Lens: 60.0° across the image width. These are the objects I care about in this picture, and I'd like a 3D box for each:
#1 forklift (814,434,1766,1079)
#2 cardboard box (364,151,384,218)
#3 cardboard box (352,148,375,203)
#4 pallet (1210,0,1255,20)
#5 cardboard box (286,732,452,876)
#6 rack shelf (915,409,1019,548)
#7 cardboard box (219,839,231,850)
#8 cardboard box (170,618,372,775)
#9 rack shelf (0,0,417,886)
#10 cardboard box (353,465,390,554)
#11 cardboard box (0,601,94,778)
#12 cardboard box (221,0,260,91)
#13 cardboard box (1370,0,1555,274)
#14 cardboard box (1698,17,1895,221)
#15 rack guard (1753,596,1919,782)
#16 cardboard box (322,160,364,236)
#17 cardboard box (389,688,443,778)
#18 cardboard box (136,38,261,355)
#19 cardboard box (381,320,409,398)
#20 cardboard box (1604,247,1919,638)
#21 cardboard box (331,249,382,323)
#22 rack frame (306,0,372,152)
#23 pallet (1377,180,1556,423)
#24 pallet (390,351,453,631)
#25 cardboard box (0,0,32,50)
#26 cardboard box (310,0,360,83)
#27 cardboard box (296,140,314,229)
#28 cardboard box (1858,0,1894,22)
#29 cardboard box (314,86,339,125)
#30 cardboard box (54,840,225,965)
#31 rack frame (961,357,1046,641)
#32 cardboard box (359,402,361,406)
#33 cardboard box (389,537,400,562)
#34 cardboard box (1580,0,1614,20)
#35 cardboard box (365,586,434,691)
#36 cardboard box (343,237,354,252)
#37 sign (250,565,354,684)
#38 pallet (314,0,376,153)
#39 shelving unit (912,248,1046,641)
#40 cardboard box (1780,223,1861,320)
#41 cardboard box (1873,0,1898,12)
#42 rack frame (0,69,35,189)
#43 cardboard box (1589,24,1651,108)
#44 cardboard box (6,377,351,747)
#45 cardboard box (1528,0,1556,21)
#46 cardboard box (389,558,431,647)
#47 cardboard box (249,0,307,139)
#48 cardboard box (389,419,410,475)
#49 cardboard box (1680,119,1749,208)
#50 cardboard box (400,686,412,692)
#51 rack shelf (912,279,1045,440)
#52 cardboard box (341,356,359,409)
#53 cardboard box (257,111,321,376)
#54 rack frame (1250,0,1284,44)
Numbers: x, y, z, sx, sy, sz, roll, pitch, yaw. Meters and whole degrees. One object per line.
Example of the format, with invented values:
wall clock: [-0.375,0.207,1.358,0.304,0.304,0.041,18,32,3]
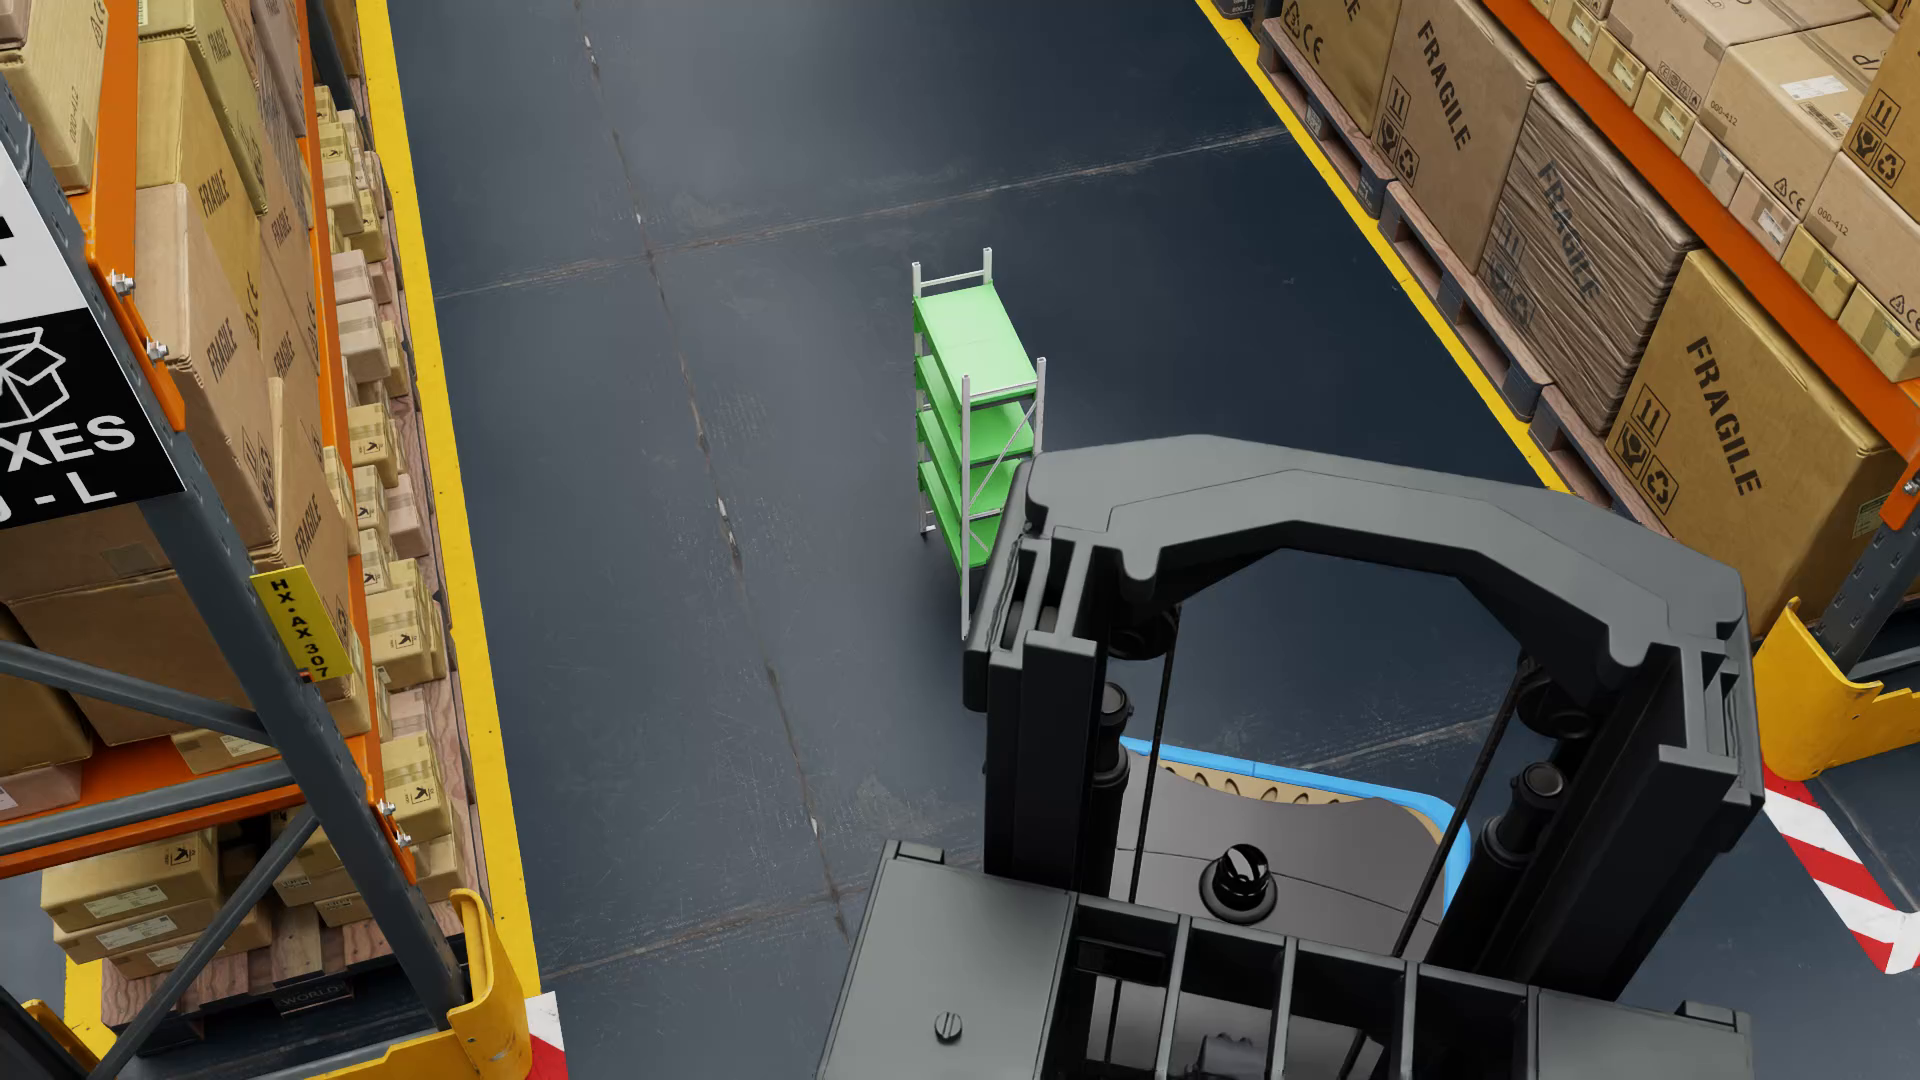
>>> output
forklift: [0.361,1.370,2.678,1.130,2.935,3.031,10,51,8]
cardboard box: [-2.480,-1.365,6.529,0.380,0.149,0.250,-13,51,-11]
cardboard box: [-2.433,-1.318,6.294,0.380,0.149,0.250,-16,52,-13]
pallet: [1.546,-3.054,8.186,1.003,0.211,1.213,-13,51,-11]
cardboard box: [-1.569,0.696,4.403,0.380,0.149,0.250,-15,52,-13]
rack shelf: [0.049,-0.225,5.238,0.258,0.148,0.480,-13,51,-11]
cardboard box: [-2.266,0.845,4.666,0.380,0.149,0.250,-12,51,-10]
cardboard box: [-1.521,0.334,3.671,0.380,0.149,0.250,-14,51,-11]
rack shelf: [-2.330,-0.666,4.820,1.077,0.370,4.000,-13,51,-11]
cardboard box: [-1.943,-0.059,5.038,0.380,0.149,0.250,-12,51,-10]
cardboard box: [-2.117,0.165,3.389,0.500,0.500,0.500,-12,51,-10]
cardboard box: [-2.060,-1.398,4.053,0.500,0.500,0.500,-15,51,-12]
cardboard box: [2.231,-1.699,6.335,0.875,0.875,0.875,-13,51,-11]
cardboard box: [2.483,-1.196,4.700,0.500,0.250,0.500,-14,51,-12]
rack guard: [3.036,0.339,5.137,1.175,0.500,0.348,-13,51,-11]
cardboard box: [-2.374,-1.208,6.007,0.380,0.149,0.250,-14,51,-11]
cardboard box: [-1.675,0.597,4.680,0.380,0.149,0.250,-14,51,-11]
cardboard box: [-1.773,-0.642,3.415,0.500,0.500,0.500,-12,51,-10]
cardboard box: [-2.174,-0.609,5.892,0.380,0.149,0.250,-13,51,-11]
cardboard box: [2.764,-0.384,5.227,0.875,0.875,0.875,-13,51,-11]
cardboard box: [-2.203,-0.823,5.683,0.380,0.149,0.250,-16,52,-13]
rack frame: [-2.922,-2.358,5.776,1.000,3.000,0.127,-13,51,-11]
pallet: [2.361,-1.041,6.490,1.003,0.211,1.213,-13,51,-11]
pallet: [-2.325,-0.084,5.683,1.003,0.211,1.213,-13,51,-11]
cardboard box: [-1.623,-0.903,2.359,0.500,0.250,0.500,-13,51,-10]
cardboard box: [-2.887,-2.288,7.077,0.500,0.500,0.500,-12,51,-10]
cardboard box: [-2.082,-0.996,4.792,0.380,0.149,0.250,-12,51,-10]
cardboard box: [2.840,-1.689,5.116,0.500,0.250,0.500,-15,51,-12]
cardboard box: [-2.568,-1.565,6.309,0.380,0.149,0.250,-12,51,-10]
cardboard box: [-2.167,0.930,4.399,0.380,0.149,0.250,-15,51,-12]
rack frame: [0.121,-0.088,5.039,0.240,1.200,0.015,-13,51,-11]
cardboard box: [-2.164,-0.334,5.465,0.380,0.149,0.250,-11,51,-9]
cardboard box: [-1.961,0.163,5.241,0.380,0.149,0.250,-13,51,-11]
cardboard box: [2.174,-1.948,5.334,0.500,0.250,0.500,-13,51,-11]
cardboard box: [-1.718,0.308,4.729,0.380,0.149,0.250,-13,51,-11]
cardboard box: [-2.356,-0.921,5.960,0.380,0.149,0.250,-13,51,-11]
sign: [-1.220,0.161,3.086,0.100,0.325,0.005,-13,51,-11]
pallet: [-3.153,-2.028,7.321,1.003,0.211,1.213,-13,51,-11]
shelving unit: [0.049,-0.266,5.189,0.258,1.200,0.503,-13,51,-11]
cardboard box: [2.531,-0.778,4.609,0.380,0.149,0.250,-13,51,-11]
cardboard box: [2.838,-1.927,4.826,0.500,0.500,0.500,-15,51,-12]
rack frame: [-1.739,-1.370,1.020,1.000,3.000,0.127,-13,51,-11]
cardboard box: [2.229,-1.524,5.237,0.380,0.149,0.250,-13,51,-11]
cardboard box: [-1.608,0.045,3.490,0.500,0.500,0.500,-11,51,-9]
cardboard box: [2.079,-1.895,5.550,0.380,0.149,0.250,-15,51,-12]
cardboard box: [-1.805,0.227,4.992,0.380,0.149,0.250,-12,51,-10]
cardboard box: [-2.210,-1.454,4.754,0.500,0.500,0.500,-14,51,-11]
cardboard box: [-2.058,-0.235,5.576,0.380,0.149,0.250,-13,51,-11]
cardboard box: [2.385,-1.145,4.918,0.380,0.149,0.250,-13,51,-10]
cardboard box: [-1.823,0.539,4.923,0.380,0.149,0.250,-13,51,-11]
rack shelf: [0.049,-0.534,4.871,0.258,0.148,0.480,-13,51,-11]
cardboard box: [-2.143,-0.423,5.346,0.380,0.149,0.250,-13,51,-11]
cardboard box: [-1.923,-0.701,4.119,0.500,0.500,0.500,-13,51,-10]
rack frame: [1.846,-3.406,6.659,1.000,3.000,0.127,-13,51,-11]
